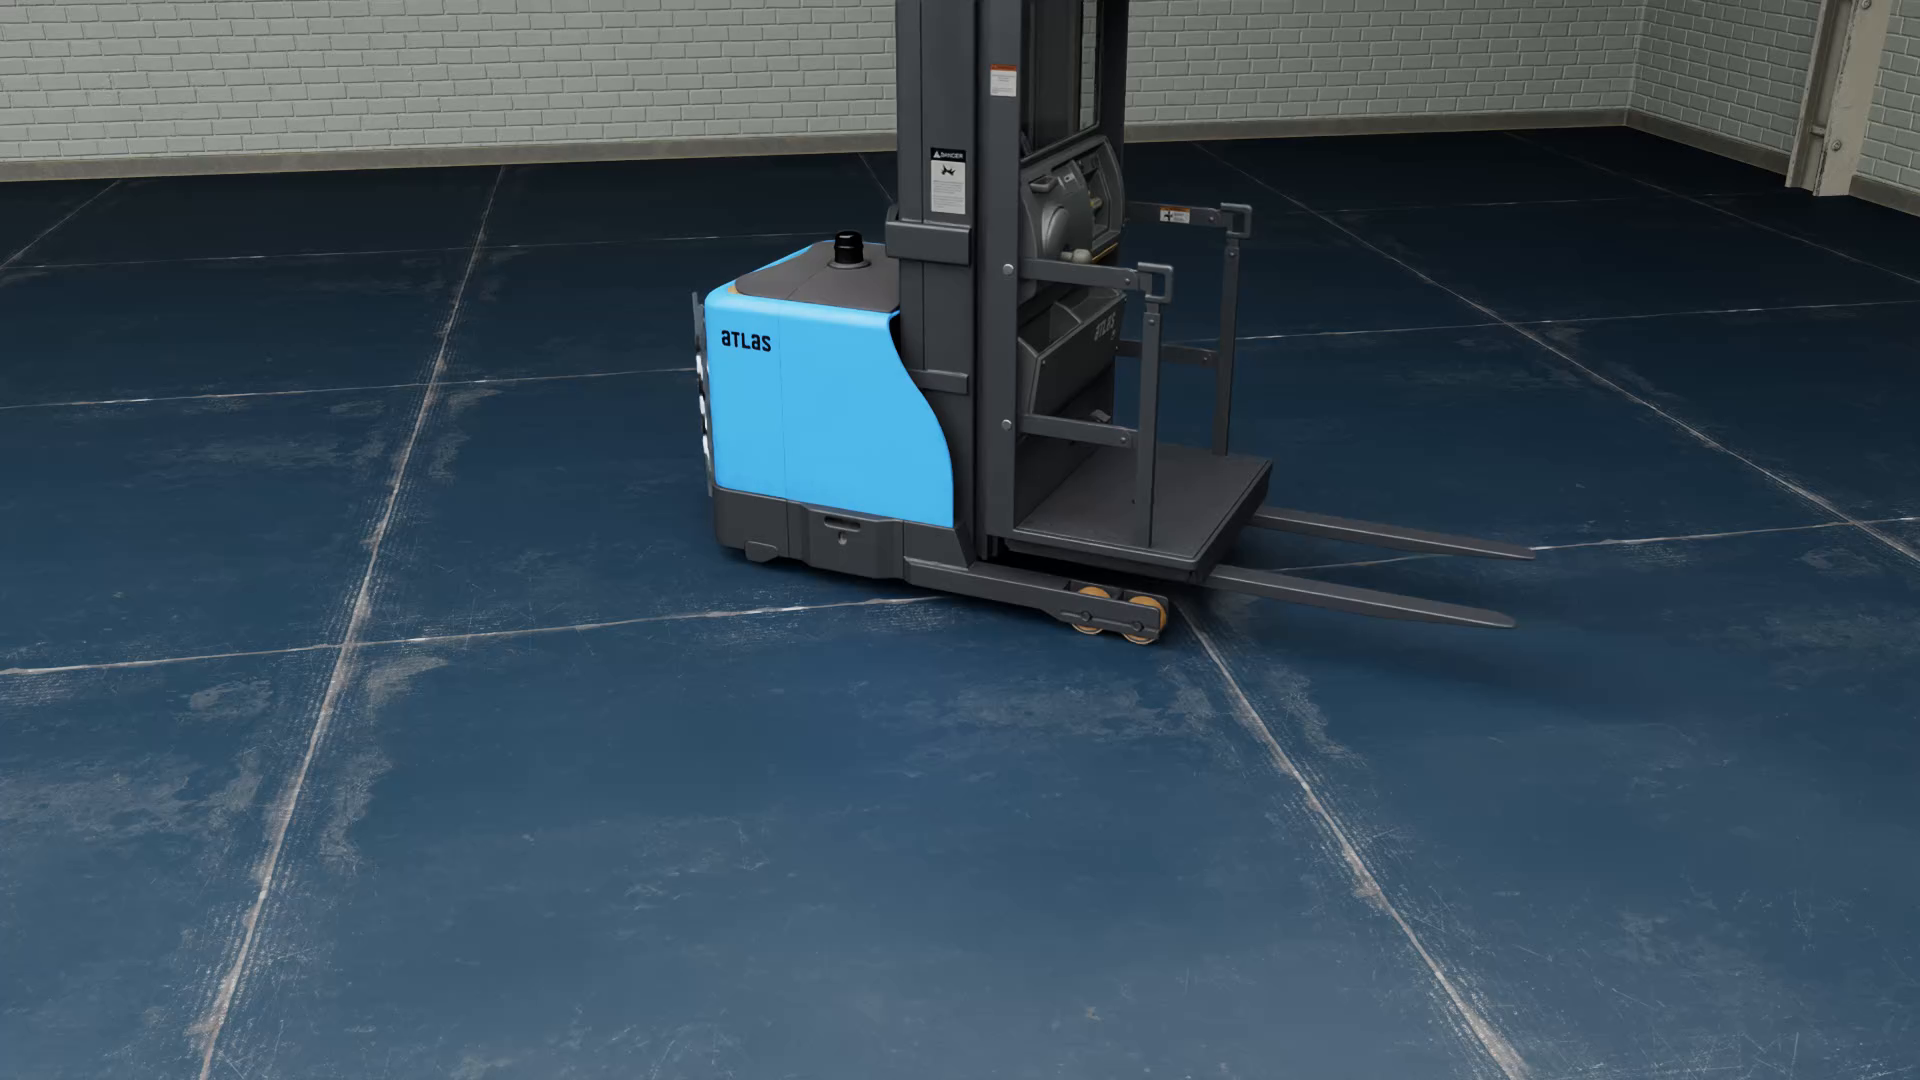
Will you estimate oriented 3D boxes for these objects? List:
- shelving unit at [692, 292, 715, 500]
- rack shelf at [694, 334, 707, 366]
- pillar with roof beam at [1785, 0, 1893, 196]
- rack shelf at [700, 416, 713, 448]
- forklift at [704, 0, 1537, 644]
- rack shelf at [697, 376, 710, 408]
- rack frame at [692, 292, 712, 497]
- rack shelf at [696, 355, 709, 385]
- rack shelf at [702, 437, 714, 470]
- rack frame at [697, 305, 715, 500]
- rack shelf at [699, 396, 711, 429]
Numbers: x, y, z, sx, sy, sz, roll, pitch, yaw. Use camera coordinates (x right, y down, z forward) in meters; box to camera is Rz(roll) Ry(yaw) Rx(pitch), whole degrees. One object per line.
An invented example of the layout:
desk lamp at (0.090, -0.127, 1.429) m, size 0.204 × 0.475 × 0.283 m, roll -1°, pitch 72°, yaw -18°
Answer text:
shelving unit at (-0.952, -0.576, 6.937) m, size 0.258 × 0.900 × 0.210 m, roll -6°, pitch 24°, yaw -12°
rack shelf at (-0.955, -0.793, 6.843) m, size 0.258 × 0.077 × 0.200 m, roll -6°, pitch 24°, yaw -12°
pillar with roof beam at (2.488, -6.545, 10.493) m, size 9.100 × 9.000 × 0.400 m, roll -4°, pitch 24°, yaw -10°
rack shelf at (-0.950, -0.463, 6.986) m, size 0.258 × 0.077 × 0.200 m, roll -6°, pitch 24°, yaw -12°
forklift at (0.593, -1.215, 5.871) m, size 3.031 × 2.935 × 1.130 m, roll 10°, pitch 26°, yaw 22°
rack shelf at (-0.952, -0.628, 6.915) m, size 0.258 × 0.077 × 0.200 m, roll -6°, pitch 24°, yaw -12°
rack frame at (-0.976, -0.614, 7.028) m, size 0.240 × 0.900 × 0.006 m, roll -6°, pitch 24°, yaw -12°
rack shelf at (-0.954, -0.711, 6.879) m, size 0.258 × 0.077 × 0.200 m, roll -6°, pitch 24°, yaw -12°
rack shelf at (-0.948, -0.380, 7.021) m, size 0.258 × 0.077 × 0.200 m, roll -6°, pitch 24°, yaw -12°
rack frame at (-0.927, -0.537, 6.846) m, size 0.240 × 0.900 × 0.006 m, roll -6°, pitch 24°, yaw -12°
rack shelf at (-0.951, -0.545, 6.950) m, size 0.258 × 0.077 × 0.200 m, roll -6°, pitch 24°, yaw -12°
